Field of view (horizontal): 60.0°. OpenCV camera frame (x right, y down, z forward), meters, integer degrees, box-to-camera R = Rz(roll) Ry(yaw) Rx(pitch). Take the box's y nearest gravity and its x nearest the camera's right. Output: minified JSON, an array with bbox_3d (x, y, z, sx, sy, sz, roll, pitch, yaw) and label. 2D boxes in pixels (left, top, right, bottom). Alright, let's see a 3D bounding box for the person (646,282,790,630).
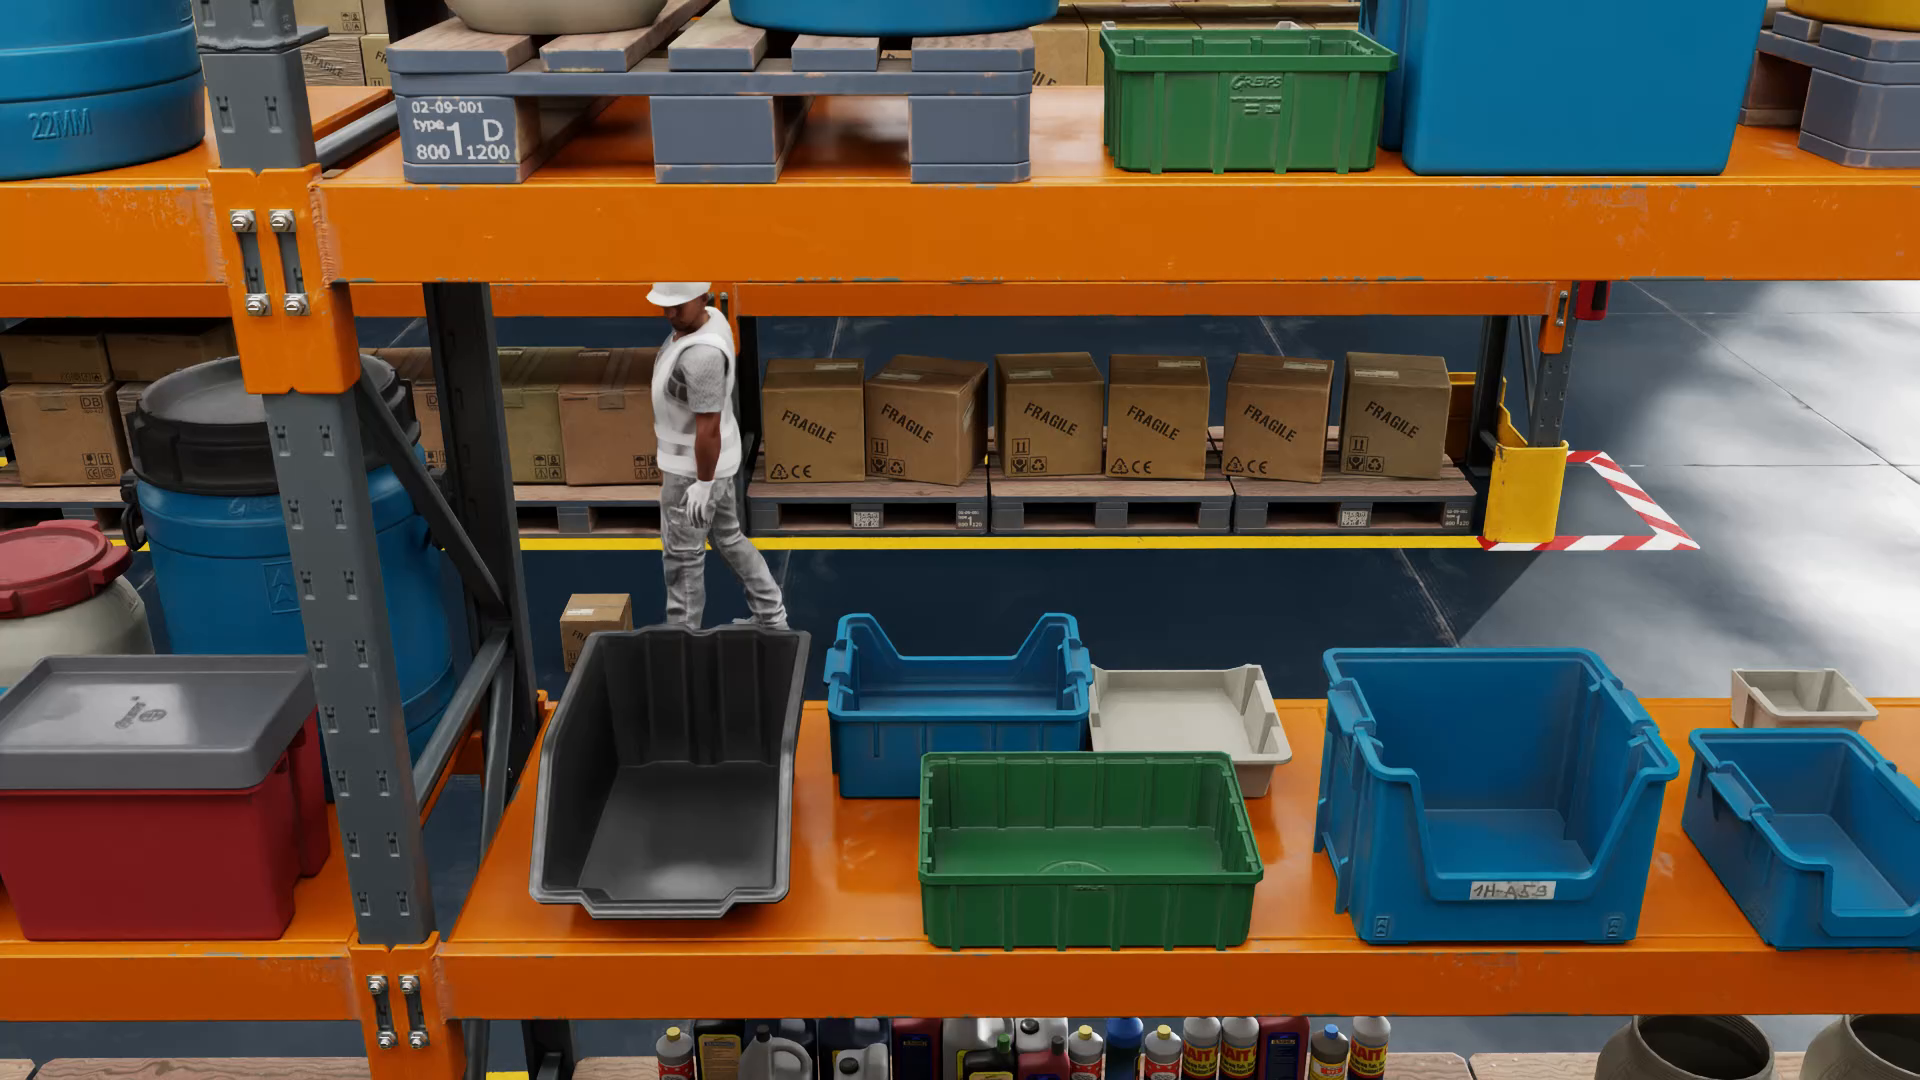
[{"bbox_3d":[-1.086,-0.305,6.753,0.709,1.783,0.582,0,24,0],"label":"person"}]
